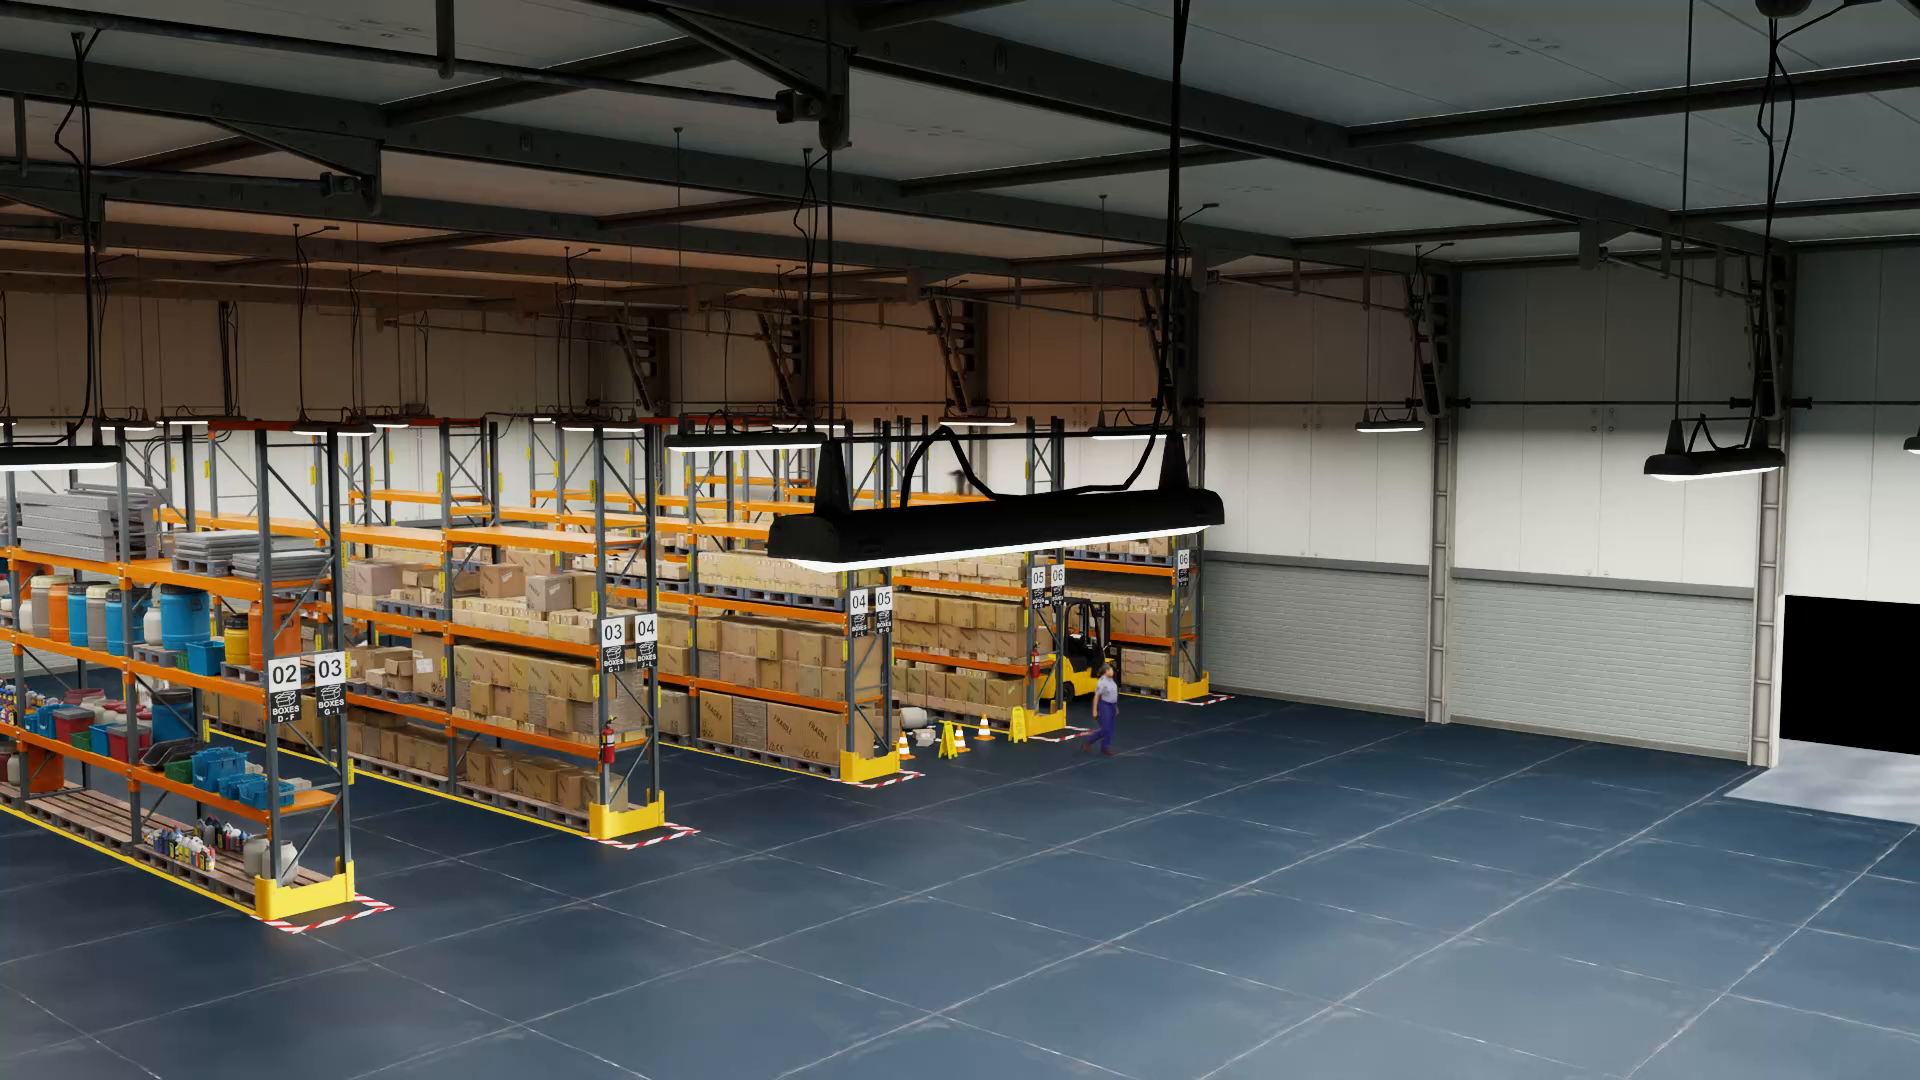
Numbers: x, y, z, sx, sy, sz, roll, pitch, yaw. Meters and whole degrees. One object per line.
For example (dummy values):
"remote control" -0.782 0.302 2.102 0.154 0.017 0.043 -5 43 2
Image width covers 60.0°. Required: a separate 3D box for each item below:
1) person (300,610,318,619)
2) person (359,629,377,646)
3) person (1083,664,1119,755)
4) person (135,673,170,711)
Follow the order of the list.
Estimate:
"person" -14.943 2.283 38.199 0.649 1.730 0.575 -2 5 -18
"person" -12.518 2.640 34.967 0.825 1.594 0.627 1 5 16
"person" 2.513 3.037 29.774 0.549 1.640 0.651 3 5 29
"person" -15.049 2.901 30.994 0.613 1.724 0.688 4 6 42
